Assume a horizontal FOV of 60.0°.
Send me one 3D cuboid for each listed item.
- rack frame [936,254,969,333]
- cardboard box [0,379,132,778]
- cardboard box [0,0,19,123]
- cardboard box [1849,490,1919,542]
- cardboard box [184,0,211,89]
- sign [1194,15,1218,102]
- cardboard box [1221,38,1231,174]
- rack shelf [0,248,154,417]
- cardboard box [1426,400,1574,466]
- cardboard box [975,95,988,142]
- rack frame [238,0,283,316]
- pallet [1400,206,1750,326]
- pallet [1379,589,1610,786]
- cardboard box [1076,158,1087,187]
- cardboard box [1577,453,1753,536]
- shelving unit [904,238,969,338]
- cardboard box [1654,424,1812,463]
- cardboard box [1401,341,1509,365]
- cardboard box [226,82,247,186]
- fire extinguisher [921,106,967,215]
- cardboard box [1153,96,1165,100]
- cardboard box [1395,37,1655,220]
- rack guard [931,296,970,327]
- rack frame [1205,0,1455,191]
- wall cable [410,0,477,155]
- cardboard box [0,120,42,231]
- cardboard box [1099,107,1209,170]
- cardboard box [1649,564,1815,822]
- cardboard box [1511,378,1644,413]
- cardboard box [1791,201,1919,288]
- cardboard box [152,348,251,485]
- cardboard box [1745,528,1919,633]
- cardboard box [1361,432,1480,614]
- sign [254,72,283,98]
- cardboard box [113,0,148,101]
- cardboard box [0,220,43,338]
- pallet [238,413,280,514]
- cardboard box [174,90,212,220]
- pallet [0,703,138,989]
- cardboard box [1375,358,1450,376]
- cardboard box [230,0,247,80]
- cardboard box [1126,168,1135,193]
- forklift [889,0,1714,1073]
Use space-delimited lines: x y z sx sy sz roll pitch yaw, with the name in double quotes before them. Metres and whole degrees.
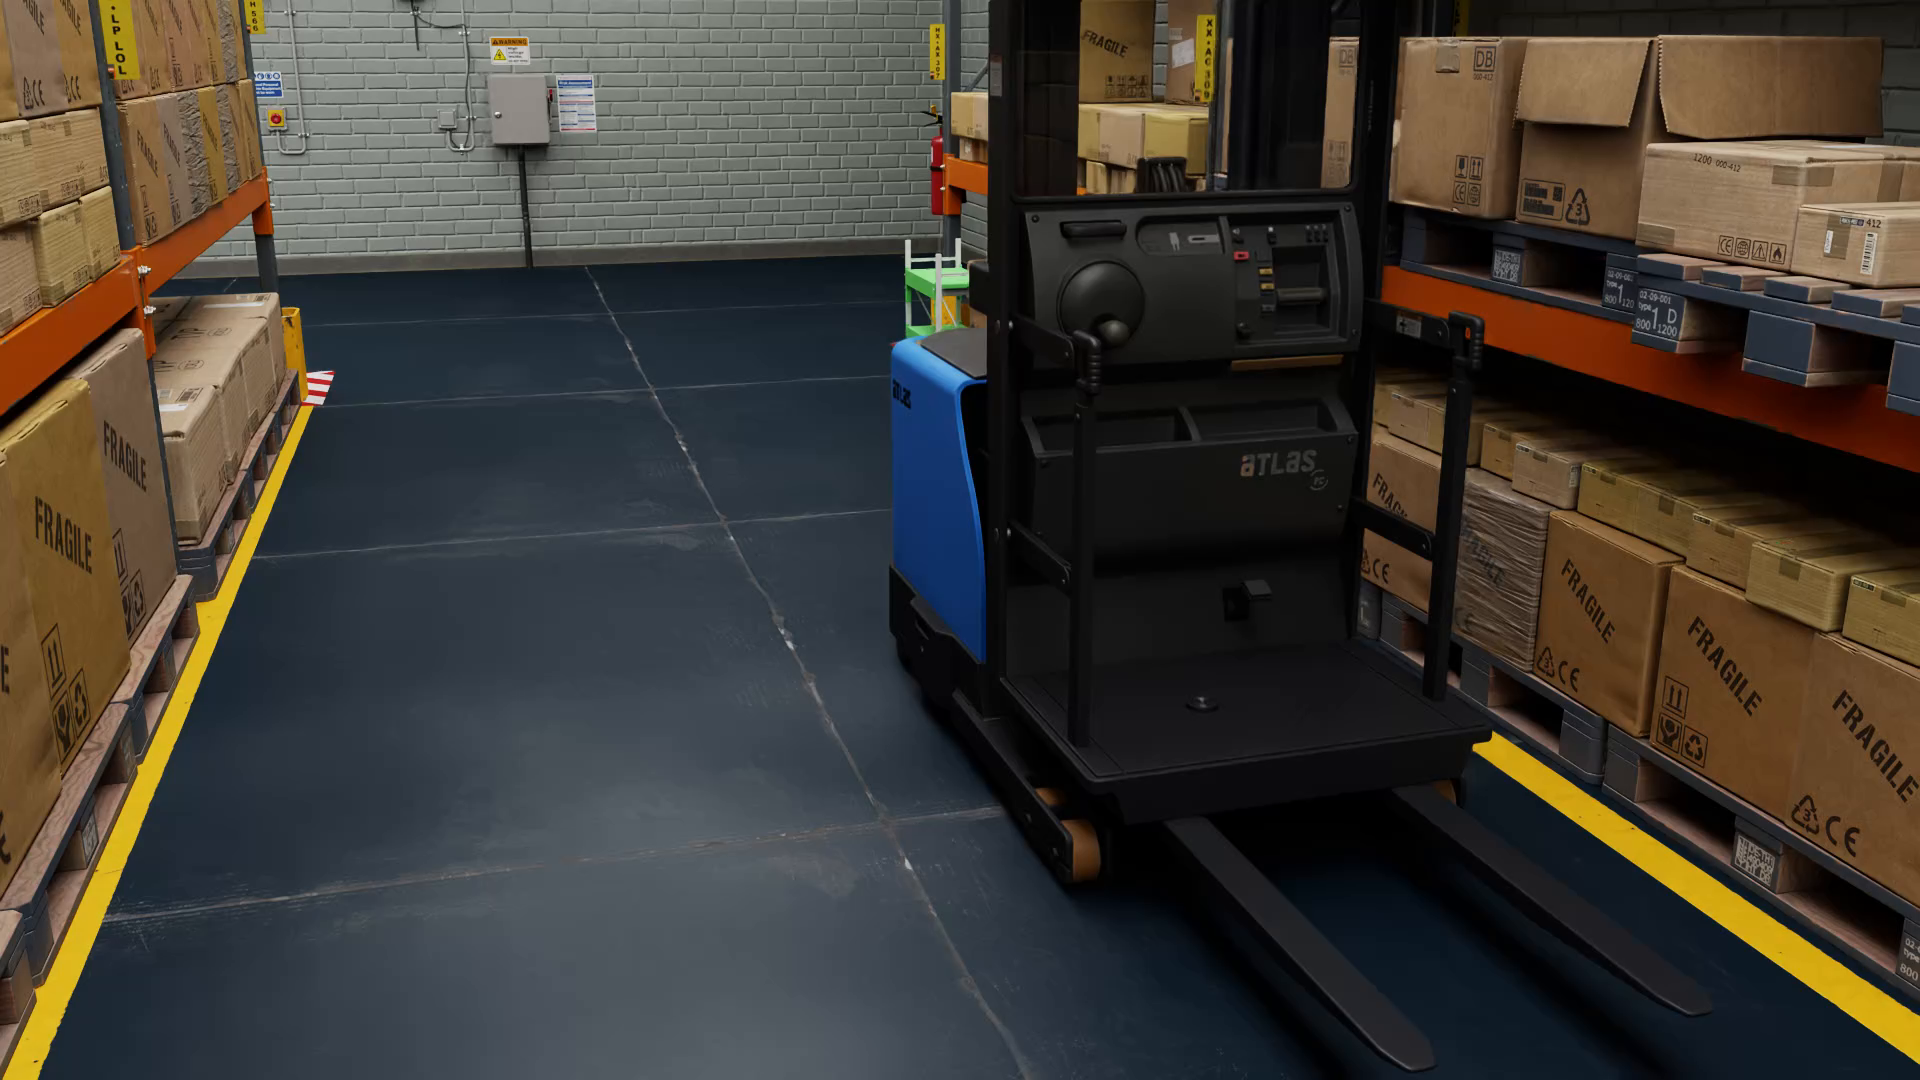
"rack frame" 0.022 -0.553 6.707 0.240 1.200 0.015 -5 17 -15
"cardboard box" -2.782 0.113 4.325 0.875 0.875 0.875 -4 17 -14
"cardboard box" -2.651 -1.257 4.010 0.500 0.500 0.500 -4 17 -14
"cardboard box" 2.549 -0.027 4.314 0.380 0.149 0.250 -4 17 -15
"cardboard box" -3.582 -2.218 7.210 0.500 0.500 0.500 -5 17 -16
"sign" 0.967 -1.881 6.495 0.100 0.325 0.005 -5 17 -15
"cardboard box" 1.404 -1.609 6.190 0.700 0.500 0.500 -4 17 -14
"rack shelf" -2.736 -0.220 3.721 1.077 0.370 4.000 -5 17 -15
"cardboard box" 1.748 -0.350 5.389 0.380 0.149 0.250 -4 17 -13
"cardboard box" 0.391 -2.402 9.479 0.500 0.250 0.500 -5 17 -15
"rack frame" -4.385 -2.224 9.143 1.000 3.000 0.127 -5 17 -15
"pallet" 2.047 -0.851 4.903 1.003 0.211 1.213 -5 17 -15
"pallet" 2.085 0.384 5.306 1.003 0.211 1.213 -5 17 -15
"cardboard box" 0.749 -1.888 8.458 0.380 0.149 0.250 -5 17 -15
"cardboard box" 1.973 -0.131 4.662 0.380 0.149 0.250 -5 17 -16
"shelving unit" -0.046 -0.620 6.932 0.258 1.200 0.503 -5 17 -15
"cardboard box" 2.335 -0.242 5.031 0.380 0.149 0.250 -5 17 -15
"cardboard box" 1.942 -0.675 6.471 0.380 0.149 0.250 -5 17 -15
"cardboard box" -3.874 -2.020 8.288 0.500 0.500 0.500 -5 17 -16
"fire extinguisher" -0.098 -2.406 10.532 0.296 0.674 0.183 -5 17 -15
"cardboard box" 1.041 -2.302 9.146 0.500 0.250 0.500 -4 17 -14
"cardboard box" 1.762 -1.249 4.991 0.700 0.500 0.500 -5 17 -16
"rack guard" 0.408 -1.400 10.743 1.175 0.500 0.348 -5 17 -15
"rack frame" 1.486 -1.511 6.770 1.000 3.000 0.127 -5 17 -15
"wall cable" -4.596 -4.384 14.567 0.588 1.984 0.122 -5 17 -15
"cardboard box" -2.638 -0.902 4.134 0.500 0.250 0.500 -4 17 -14
"cardboard box" 0.960 -1.841 7.611 0.500 0.250 0.500 -5 17 -15
"cardboard box" 2.135 0.352 4.182 0.500 0.500 0.500 -5 17 -16
"cardboard box" 2.137 -0.459 5.753 0.380 0.149 0.250 -4 17 -14
"cardboard box" 2.036 -0.637 3.566 0.380 0.149 0.250 -4 17 -14
"cardboard box" -3.601 -0.522 7.199 0.875 0.438 0.875 -5 17 -17
"cardboard box" 2.101 0.091 3.923 0.380 0.149 0.250 -6 18 -18
"cardboard box" 1.692 -0.079 5.616 0.500 0.500 0.500 -5 17 -17
"sign" -6.020 -3.925 14.334 0.327 0.218 0.001 -5 17 -15
"cardboard box" -3.183 -1.796 5.804 0.500 0.500 0.500 -5 17 -15
"cardboard box" -2.661 -0.660 4.196 0.500 0.250 0.500 -5 17 -17
"pallet" -3.758 -0.337 7.707 1.003 0.211 1.213 -5 17 -15
"cardboard box" -3.427 -1.594 6.870 0.500 0.500 0.500 -5 17 -15
"pallet" -2.662 0.763 4.045 1.003 0.211 1.213 -5 17 -15
"cardboard box" 1.561 -0.565 6.107 0.380 0.149 0.250 -6 18 -18
"cardboard box" -4.023 -2.637 8.604 0.500 0.500 0.500 -4 17 -13
"cardboard box" 0.969 -1.600 7.500 0.380 0.149 0.250 -4 17 -14
"forklift" 0.681 -0.678 4.115 1.130 2.935 3.031 -5 17 -16
